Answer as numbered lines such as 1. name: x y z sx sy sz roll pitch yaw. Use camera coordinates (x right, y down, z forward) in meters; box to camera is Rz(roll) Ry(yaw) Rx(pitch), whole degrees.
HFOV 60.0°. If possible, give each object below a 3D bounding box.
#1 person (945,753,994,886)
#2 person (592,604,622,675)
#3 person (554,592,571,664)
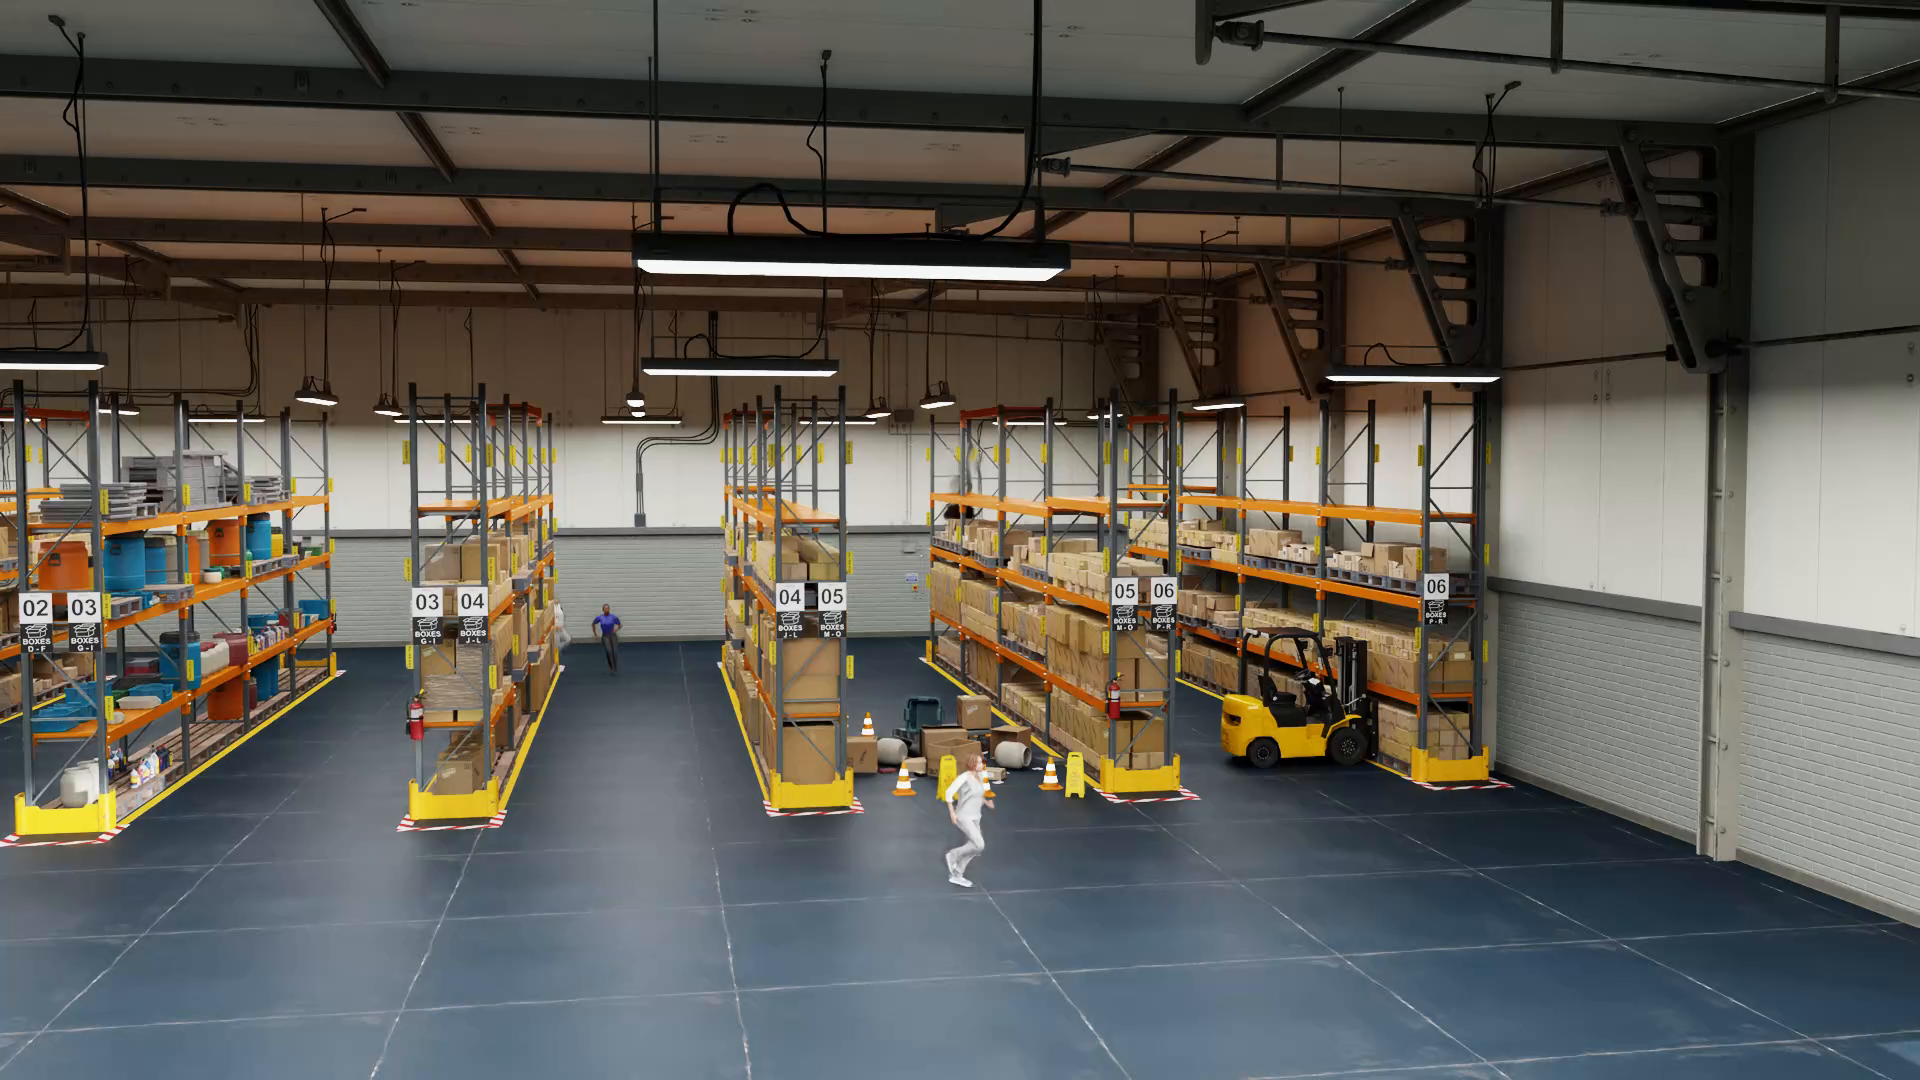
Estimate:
1. person: 0.129 3.249 19.307 0.561 1.551 0.530 2 3 29
2. person: -8.050 2.275 38.016 0.650 1.647 0.676 -1 3 -22
3. person: -9.648 2.114 39.859 0.551 1.749 0.686 1 3 11
